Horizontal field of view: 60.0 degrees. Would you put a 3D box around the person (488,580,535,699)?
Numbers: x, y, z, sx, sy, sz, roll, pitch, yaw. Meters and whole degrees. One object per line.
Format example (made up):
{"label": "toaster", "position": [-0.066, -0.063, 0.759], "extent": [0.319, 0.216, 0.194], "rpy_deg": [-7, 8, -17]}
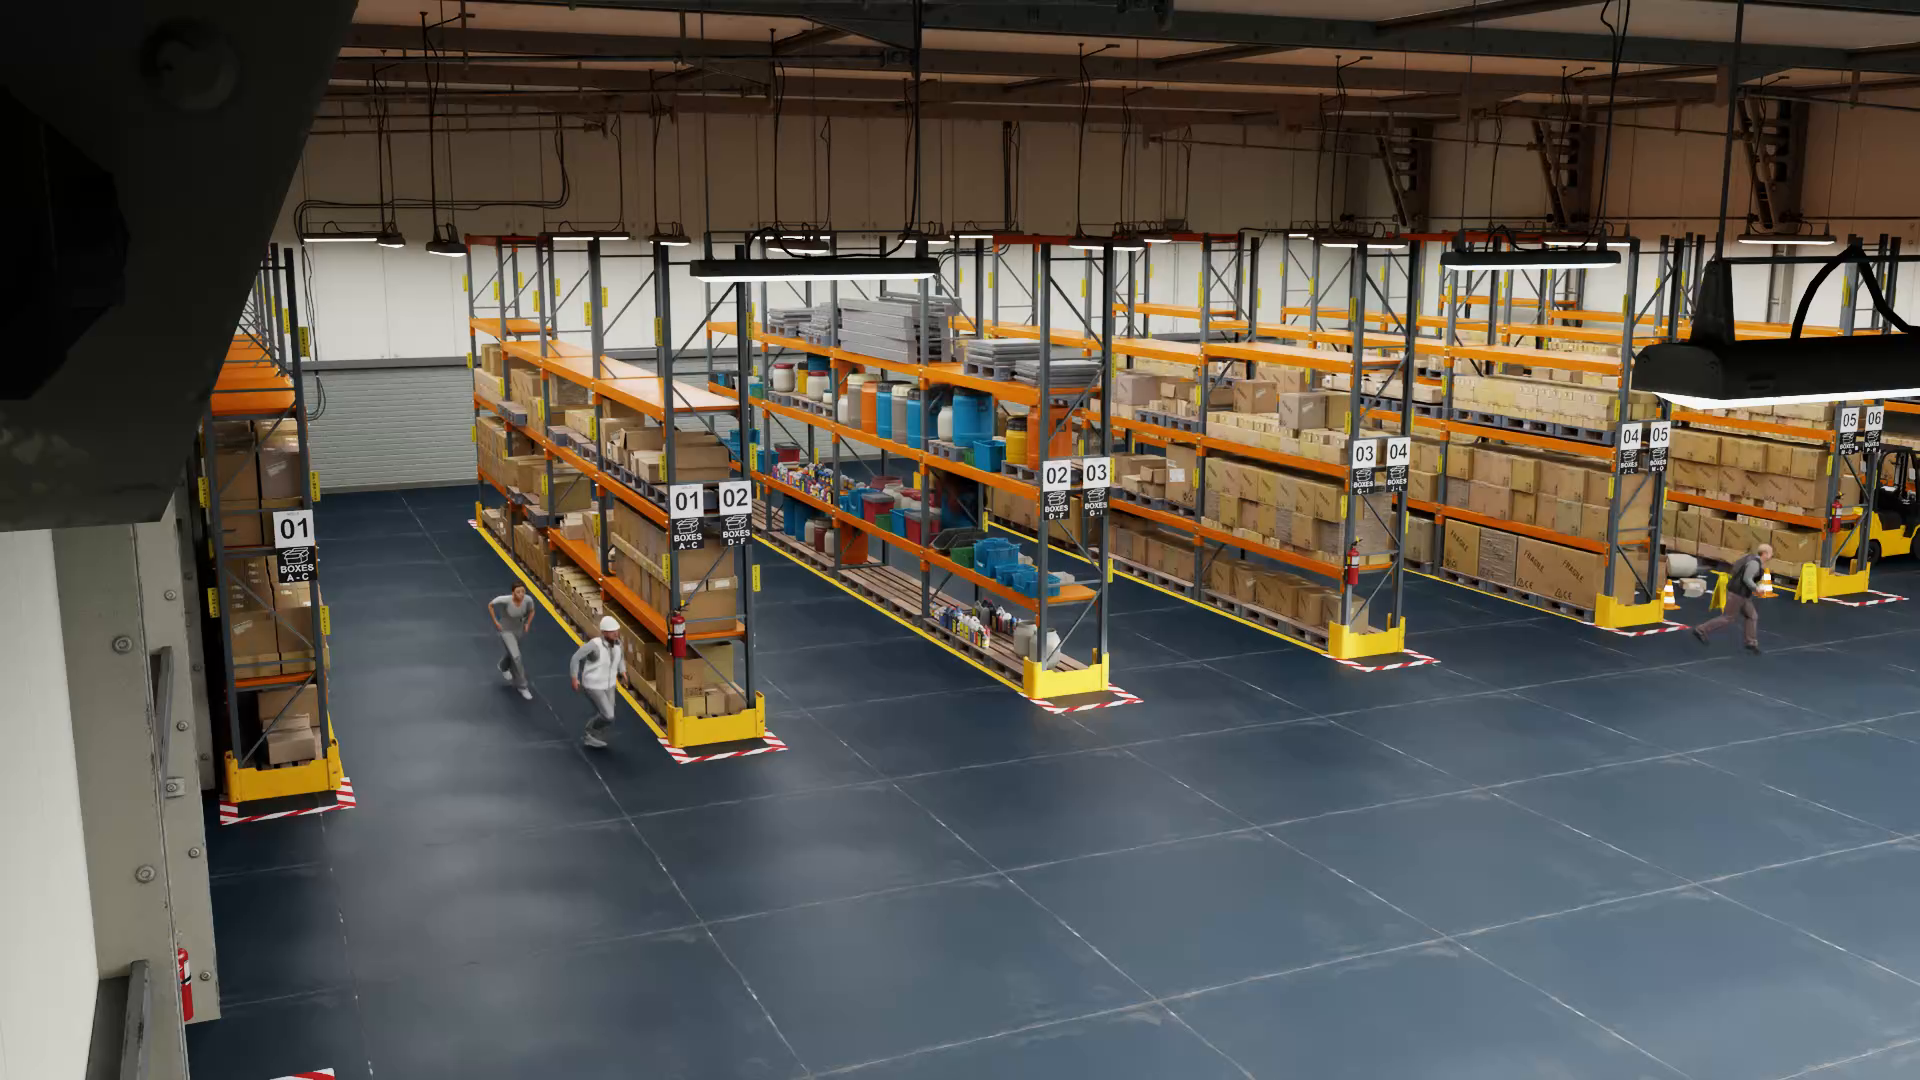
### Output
{"label": "person", "position": [-6.067, 1.281, 22.446], "extent": [0.603, 1.626, 1.003], "rpy_deg": [-7, 13, -33]}

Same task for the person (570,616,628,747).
{"label": "person", "position": [-4.283, 1.712, 19.861], "extent": [0.695, 1.654, 0.678], "rpy_deg": [8, 14, 36]}

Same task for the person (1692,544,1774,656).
{"label": "person", "position": [11.377, 0.859, 24.493], "extent": [1.006, 1.681, 0.695], "rpy_deg": [4, 12, 18]}
